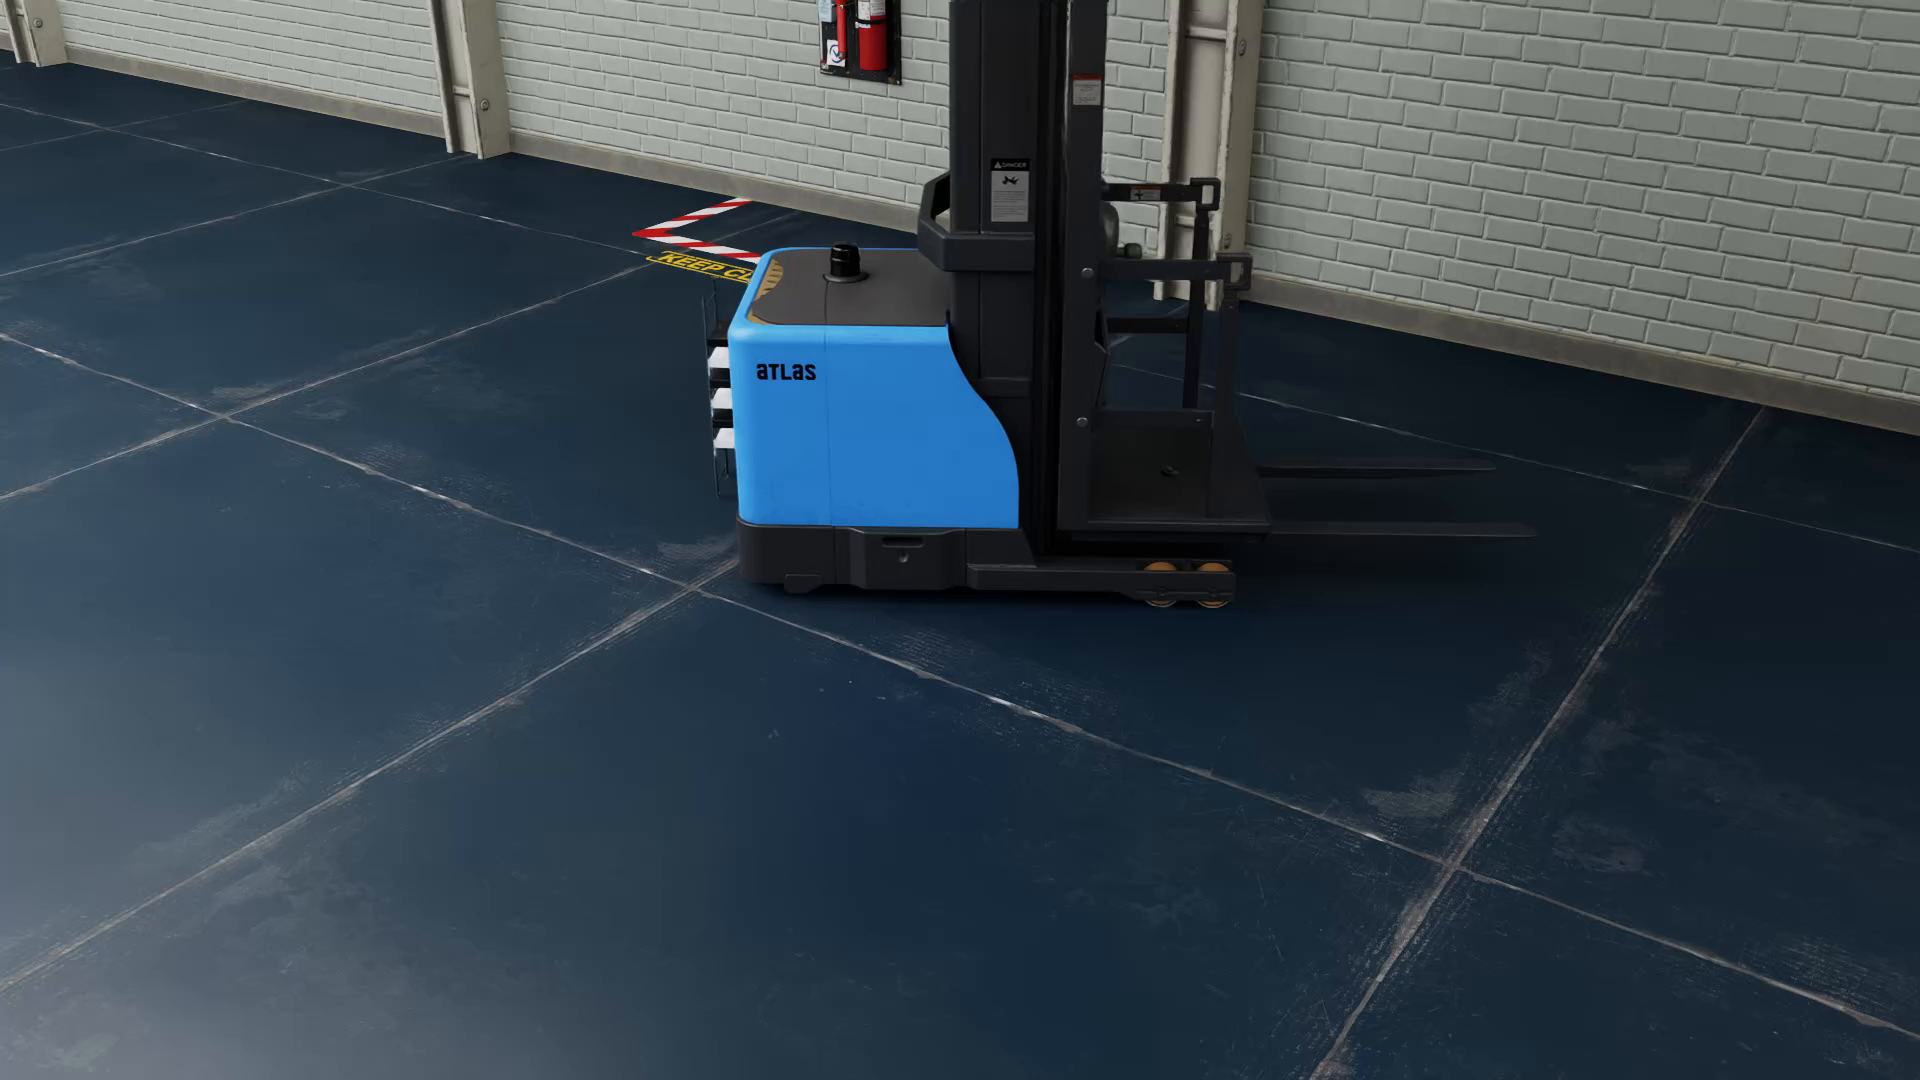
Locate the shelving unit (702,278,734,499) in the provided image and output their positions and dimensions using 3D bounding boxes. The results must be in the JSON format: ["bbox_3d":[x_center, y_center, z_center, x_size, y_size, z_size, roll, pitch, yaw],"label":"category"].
[{"bbox_3d":[-0.925,-0.629,6.994,0.210,0.900,0.258,2,27,4],"label":"shelving unit"}]

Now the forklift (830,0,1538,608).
[{"bbox_3d":[0.684,-1.292,6.058,3.031,2.935,1.110,1,27,2],"label":"forklift"}]

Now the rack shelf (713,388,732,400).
[{"bbox_3d":[-0.925,-0.617,6.999,0.190,0.026,0.221,2,27,4],"label":"rack shelf"}]

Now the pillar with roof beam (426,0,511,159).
[{"bbox_3d":[-6.036,-5.320,7.282,0.400,9.000,9.100,17,32,30],"label":"pillar with roof beam"}]

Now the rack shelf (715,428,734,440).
[{"bbox_3d":[-0.925,-0.457,7.081,0.190,0.026,0.221,2,27,4],"label":"rack shelf"}]

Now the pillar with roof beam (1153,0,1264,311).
[{"bbox_3d":[-1.091,-3.779,4.255,0.400,9.000,9.100,17,32,30],"label":"pillar with roof beam"}]

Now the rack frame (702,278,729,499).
[{"bbox_3d":[-1.027,-0.632,7.000,0.006,0.900,0.240,2,27,4],"label":"rack frame"}]

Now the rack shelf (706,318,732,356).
[{"bbox_3d":[-0.925,-0.840,6.886,0.200,0.077,0.258,2,27,4],"label":"rack shelf"}]

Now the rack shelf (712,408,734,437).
[{"bbox_3d":[-0.925,-0.519,7.050,0.200,0.077,0.258,2,27,4],"label":"rack shelf"}]

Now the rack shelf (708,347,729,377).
[{"bbox_3d":[-0.925,-0.760,6.927,0.200,0.077,0.258,2,27,4],"label":"rack shelf"}]

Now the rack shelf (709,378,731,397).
[{"bbox_3d":[-0.925,-0.679,6.968,0.200,0.077,0.258,2,27,4],"label":"rack shelf"}]
